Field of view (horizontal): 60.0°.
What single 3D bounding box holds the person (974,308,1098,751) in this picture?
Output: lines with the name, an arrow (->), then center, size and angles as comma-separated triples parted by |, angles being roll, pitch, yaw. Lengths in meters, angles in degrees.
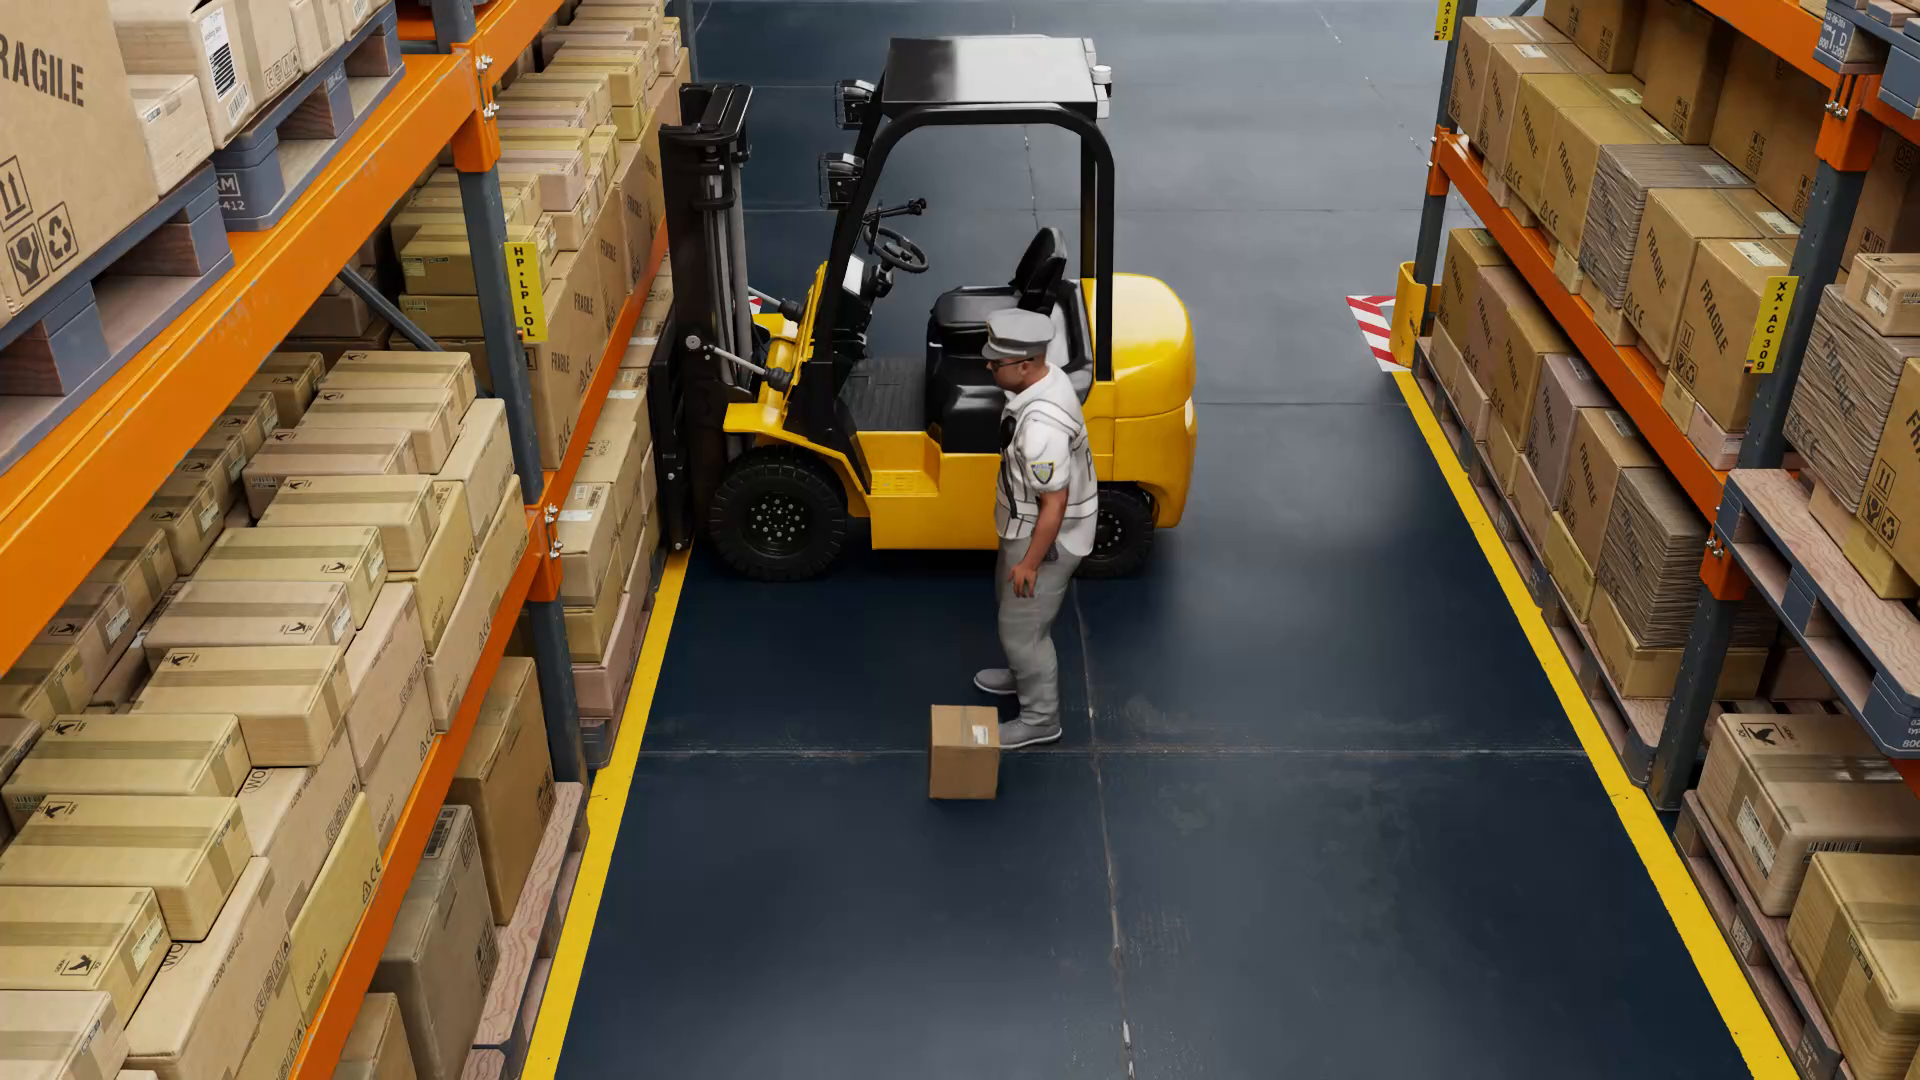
person -> 0.283, -0.034, 6.182 | 0.434, 1.748, 0.578 | -1, 31, -2
